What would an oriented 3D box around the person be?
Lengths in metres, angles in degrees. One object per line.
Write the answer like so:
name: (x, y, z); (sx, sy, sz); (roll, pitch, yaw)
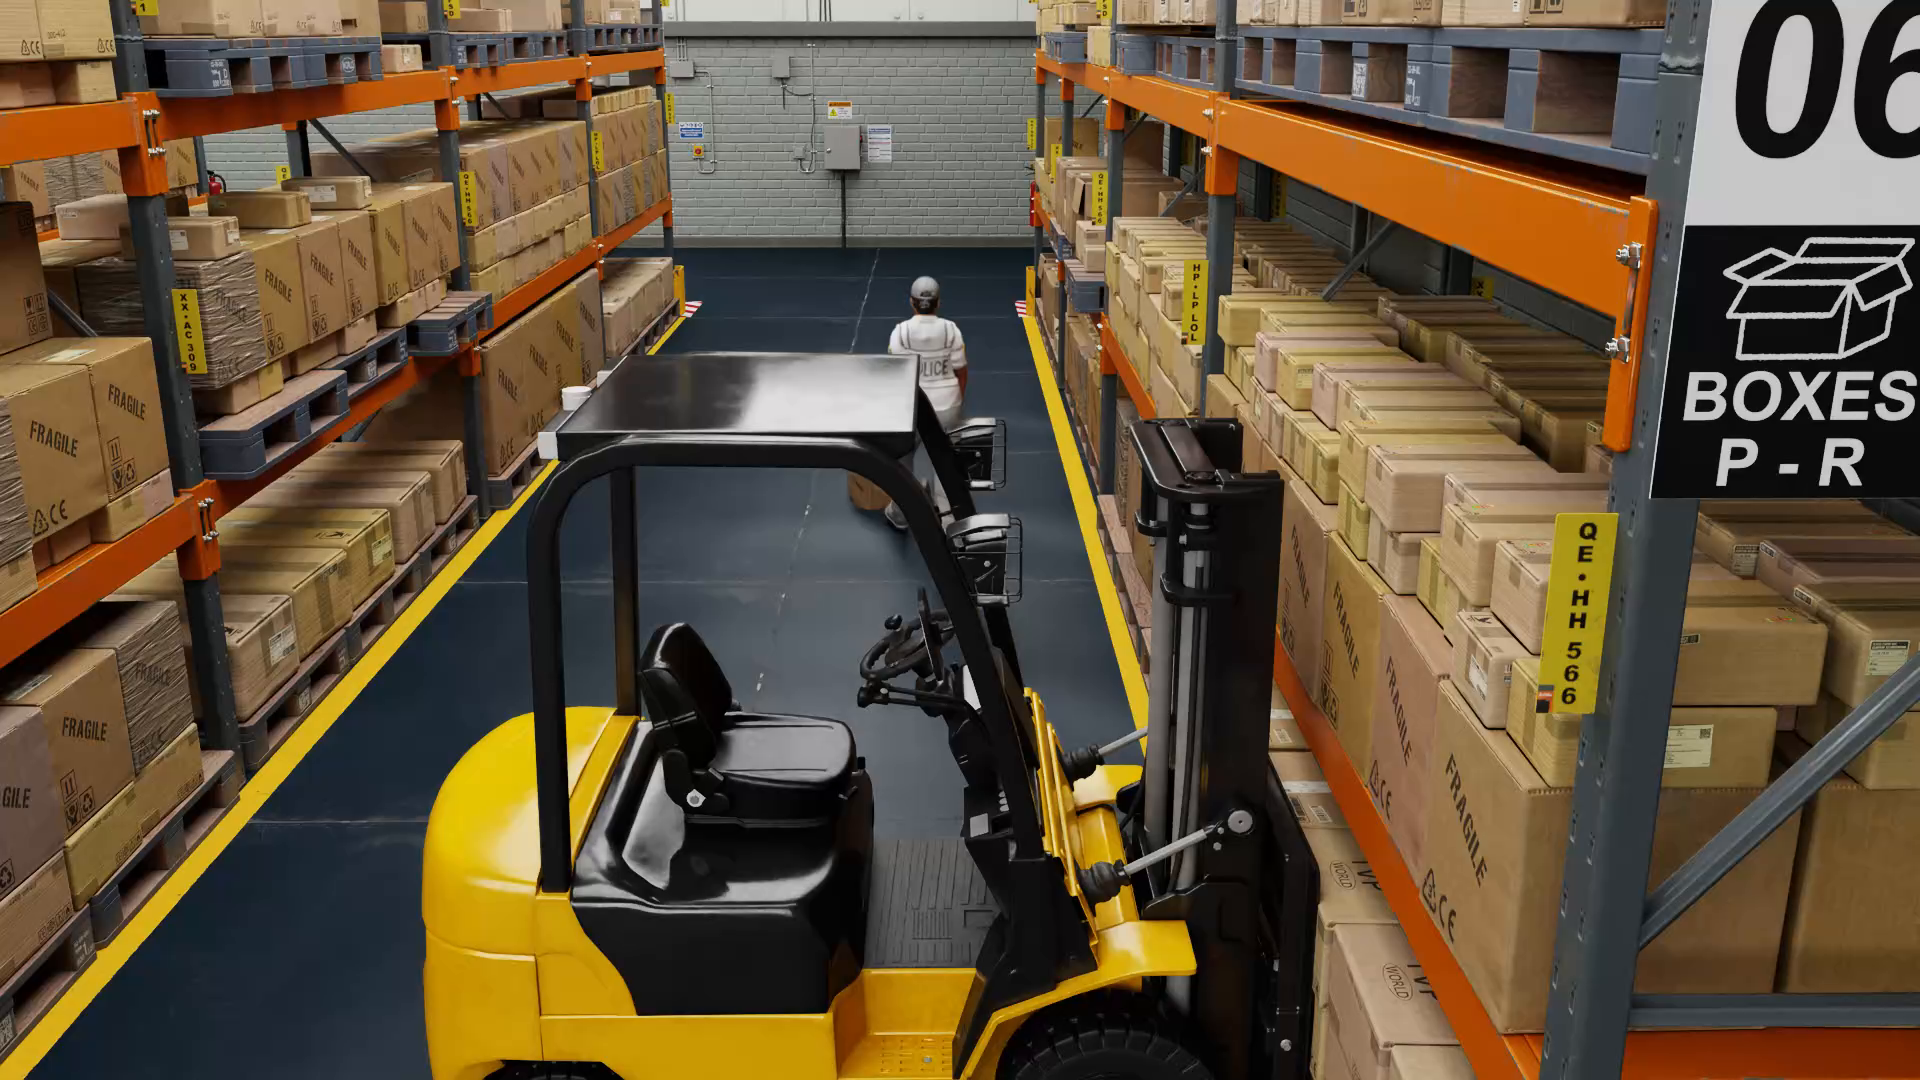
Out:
person: (-0.208, -0.808, 10.135); (0.495, 1.627, 0.847); (-2, 17, -7)
